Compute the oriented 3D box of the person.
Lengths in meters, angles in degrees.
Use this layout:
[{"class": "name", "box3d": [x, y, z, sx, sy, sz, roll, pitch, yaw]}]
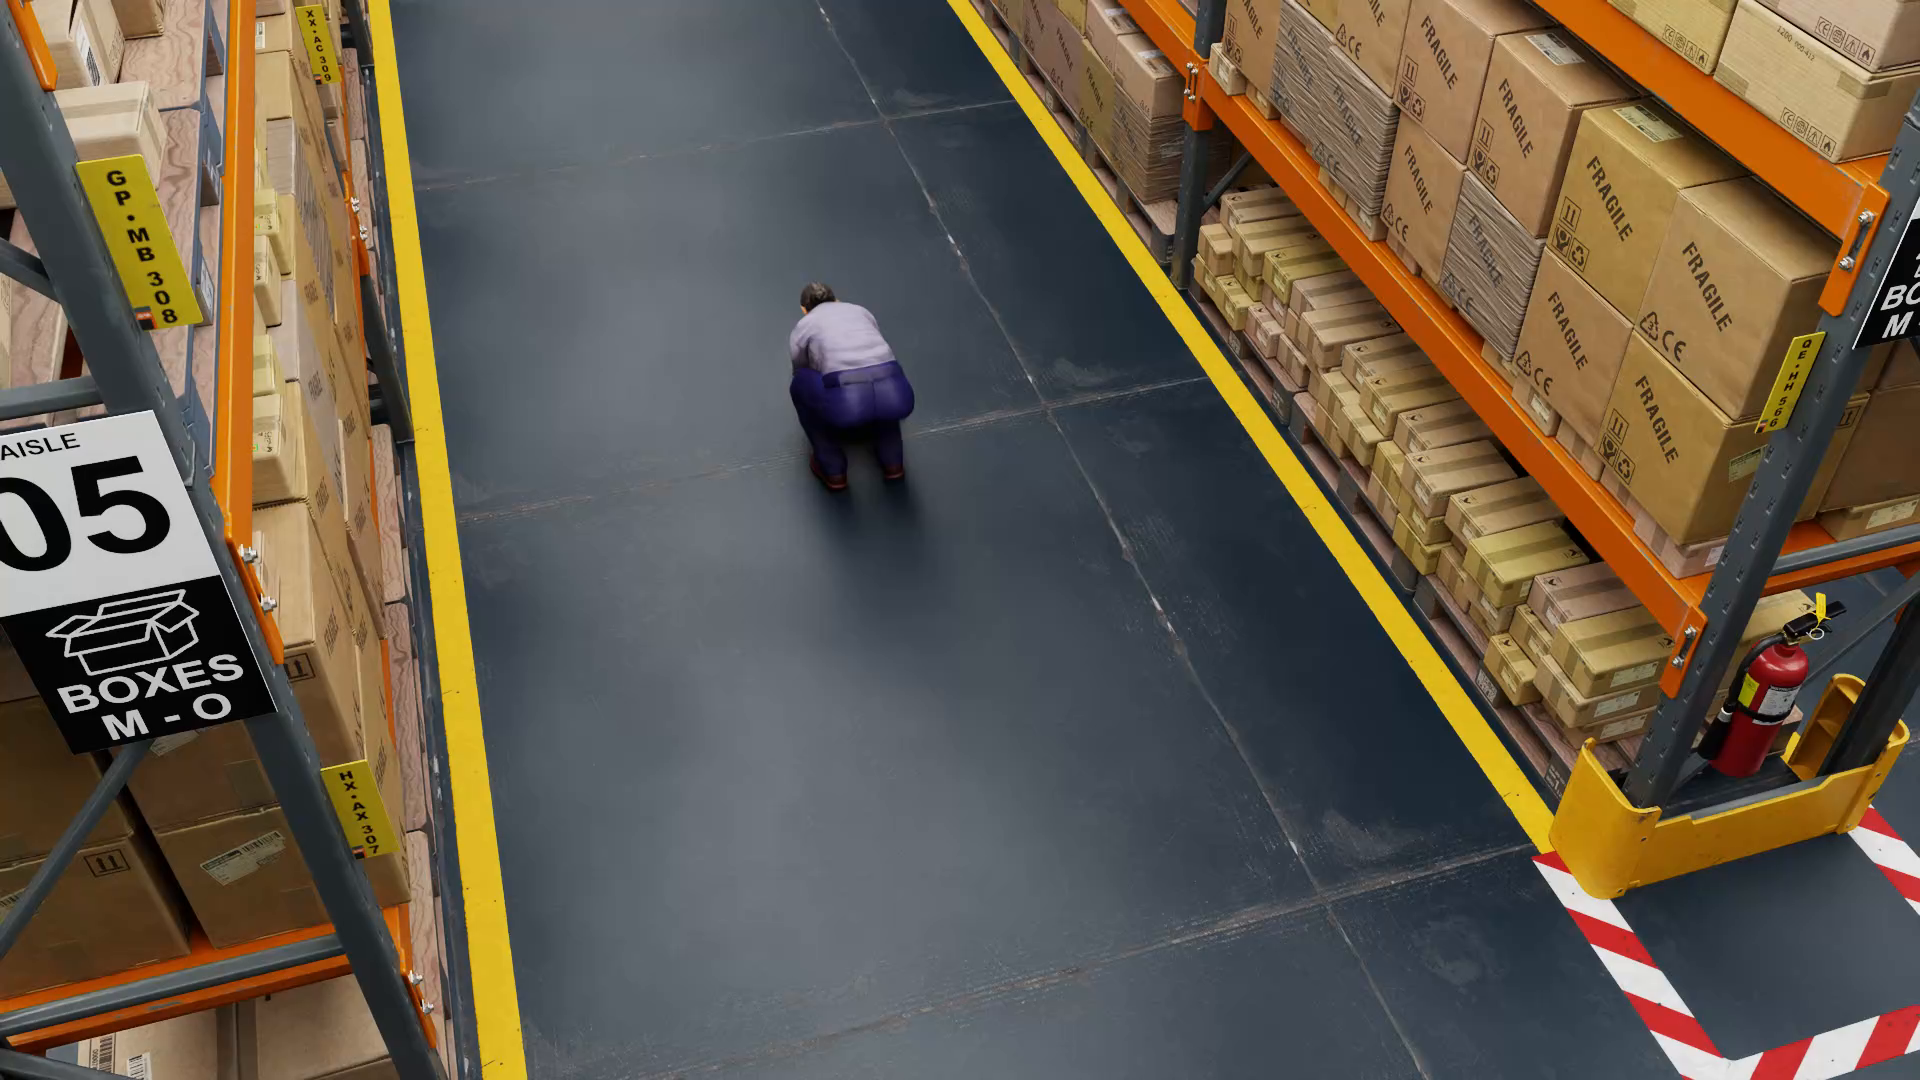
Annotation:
[{"class": "person", "box3d": [-0.521, -0.693, 7.619, 0.511, 0.747, 0.902, -13, 44, -14]}]
